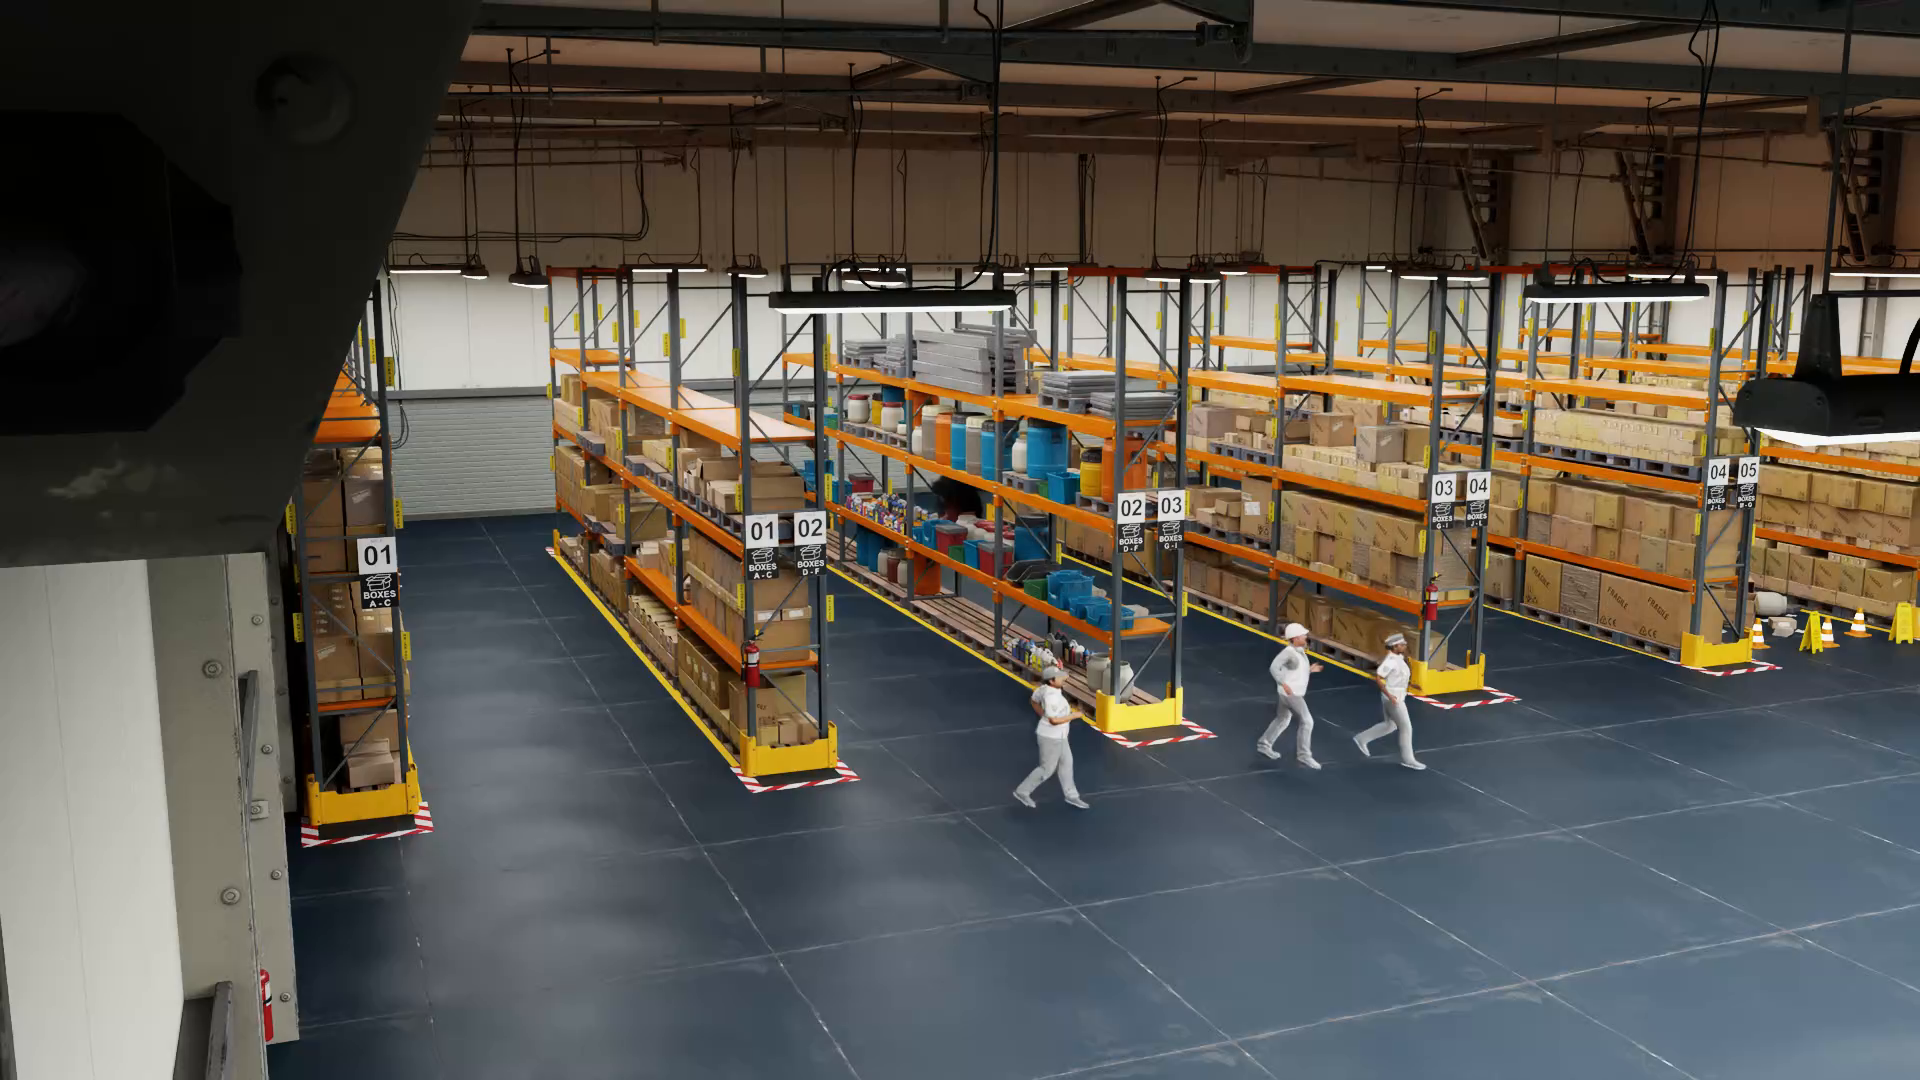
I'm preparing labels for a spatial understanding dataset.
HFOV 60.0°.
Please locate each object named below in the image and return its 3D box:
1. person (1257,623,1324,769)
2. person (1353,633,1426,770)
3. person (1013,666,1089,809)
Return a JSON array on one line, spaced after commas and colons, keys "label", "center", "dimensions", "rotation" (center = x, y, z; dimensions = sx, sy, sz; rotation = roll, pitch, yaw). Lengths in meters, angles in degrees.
[{"label": "person", "center": [4.085, 1.901, 20.531], "dimensions": [0.804, 1.802, 0.649], "rotation": [3, 10, 16]}, {"label": "person", "center": [5.316, 1.961, 20.498], "dimensions": [0.906, 1.687, 0.597], "rotation": [4, 11, 20]}, {"label": "person", "center": [1.040, 2.254, 18.838], "dimensions": [0.874, 1.691, 0.598], "rotation": [1, 10, 4]}]
